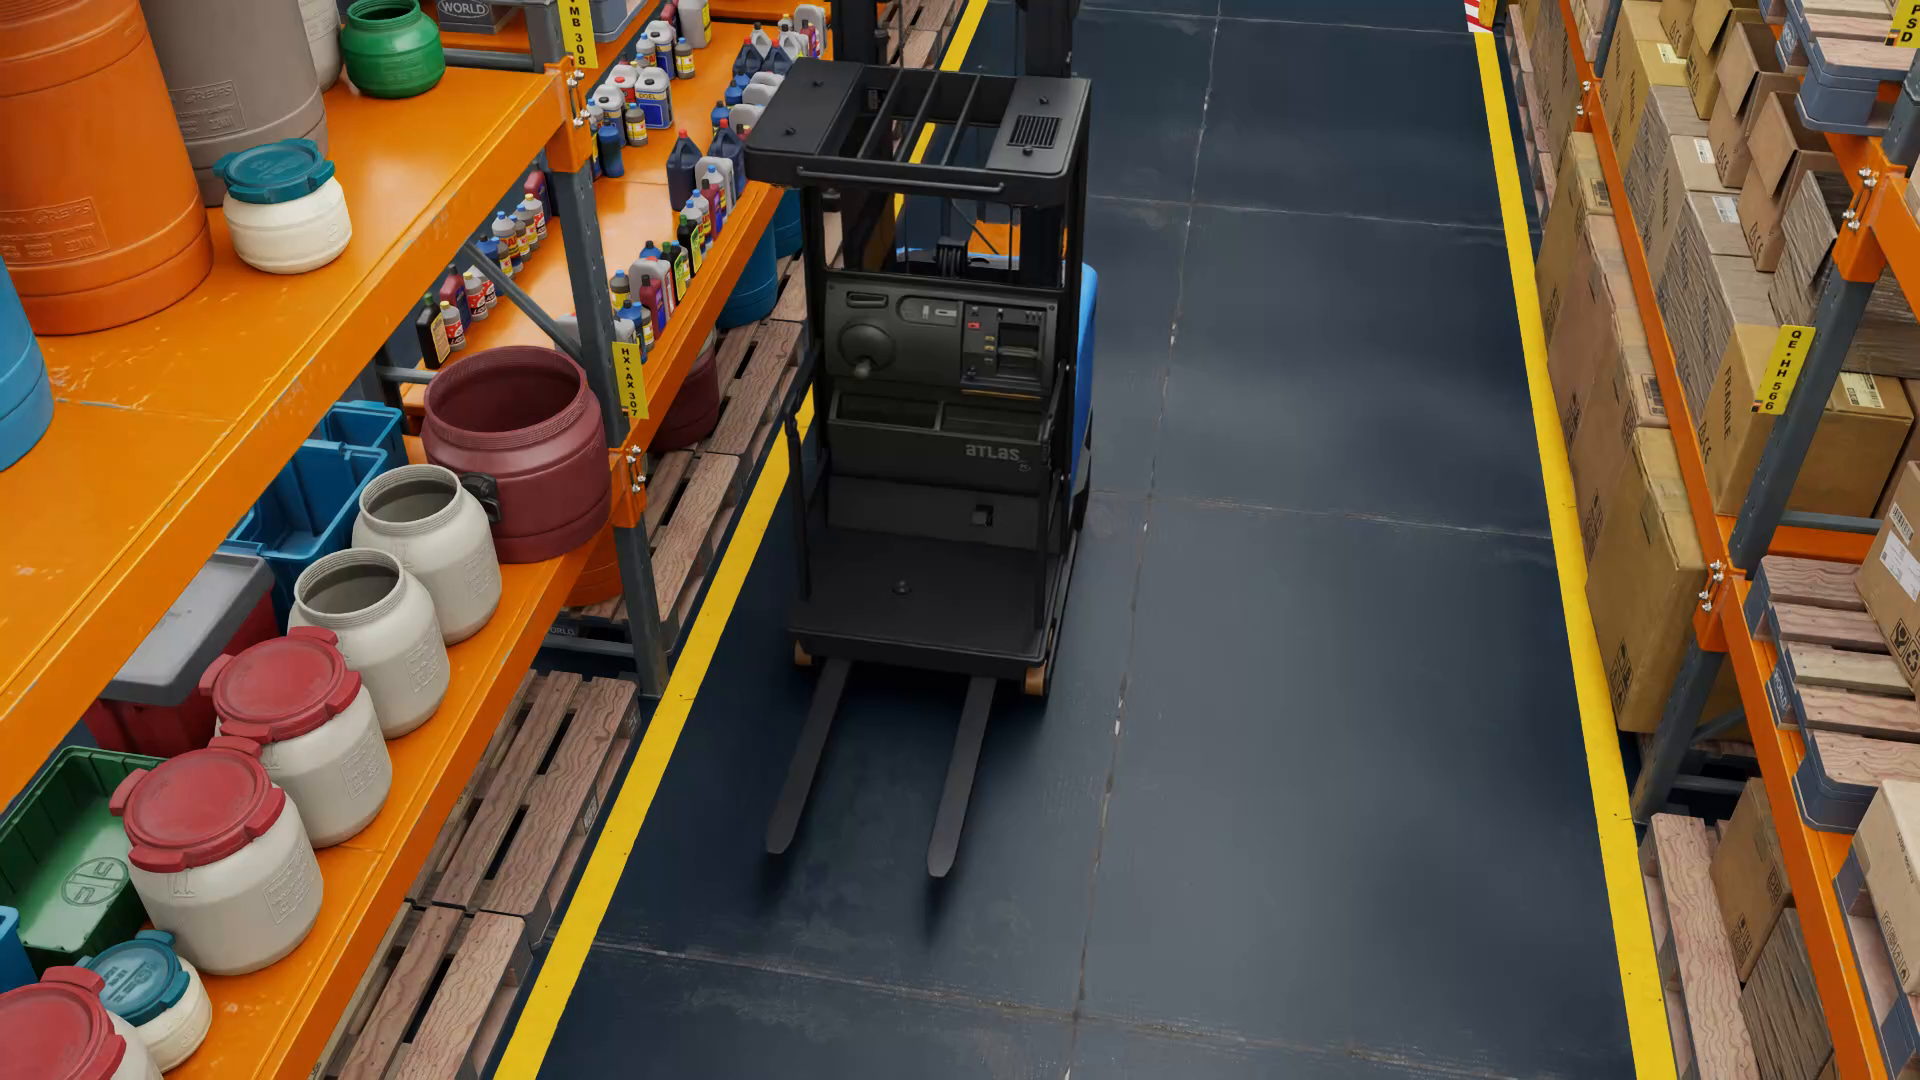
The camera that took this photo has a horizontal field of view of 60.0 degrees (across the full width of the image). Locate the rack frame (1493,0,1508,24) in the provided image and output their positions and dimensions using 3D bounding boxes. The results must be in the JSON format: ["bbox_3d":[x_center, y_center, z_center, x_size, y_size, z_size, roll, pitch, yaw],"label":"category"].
[{"bbox_3d":[4.518,-5.048,11.598,1.000,3.000,0.127,6,40,8],"label":"rack frame"}]

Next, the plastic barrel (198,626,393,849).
[{"bbox_3d":[-1.853,0.577,4.689,0.433,0.535,0.433,0,40,0],"label":"plastic barrel"}]

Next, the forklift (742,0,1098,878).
[{"bbox_3d":[-0.115,-0.724,6.422,1.130,2.935,3.031,7,40,8],"label":"forklift"}]

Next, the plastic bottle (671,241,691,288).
[{"bbox_3d":[-1.201,-1.176,7.071,0.097,0.201,0.097,0,40,0],"label":"plastic bottle"}]

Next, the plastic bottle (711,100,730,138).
[{"bbox_3d":[-1.142,-1.977,7.985,0.097,0.271,0.097,0,40,0],"label":"plastic bottle"}]

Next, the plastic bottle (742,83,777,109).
[{"bbox_3d":[-0.976,-2.122,8.157,0.152,0.276,0.135,6,40,8],"label":"plastic bottle"}]

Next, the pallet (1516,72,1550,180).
[{"bbox_3d":[4.243,-2.699,10.946,1.003,0.211,1.213,6,40,8],"label":"pallet"}]

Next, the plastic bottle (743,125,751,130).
[{"bbox_3d":[-1.009,-1.872,7.913,0.097,0.201,0.097,0,40,0],"label":"plastic bottle"}]

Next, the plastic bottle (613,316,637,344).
[{"bbox_3d":[-1.351,-0.761,6.511,0.152,0.276,0.135,6,40,8],"label":"plastic bottle"}]

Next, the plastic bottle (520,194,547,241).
[{"bbox_3d":[-1.899,-1.440,7.391,0.097,0.201,0.097,0,40,0],"label":"plastic bottle"}]

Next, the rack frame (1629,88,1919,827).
[{"bbox_3d":[3.134,-0.027,5.525,1.000,3.000,0.127,6,40,8],"label":"rack frame"}]

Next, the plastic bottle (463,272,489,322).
[{"bbox_3d":[-2.017,-1.013,6.873,0.097,0.201,0.097,0,40,0],"label":"plastic bottle"}]

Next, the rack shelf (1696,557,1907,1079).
[{"bbox_3d":[2.788,1.506,4.236,1.077,0.370,4.000,6,40,8],"label":"rack shelf"}]

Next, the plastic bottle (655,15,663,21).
[{"bbox_3d":[-1.578,-2.631,8.777,0.097,0.271,0.097,0,40,0],"label":"plastic bottle"}]

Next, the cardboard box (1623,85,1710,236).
[{"bbox_3d":[3.327,-1.685,7.452,0.500,0.500,0.500,6,40,7],"label":"cardboard box"}]

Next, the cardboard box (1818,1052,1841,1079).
[{"bbox_3d":[2.863,1.896,4.816,0.700,0.500,0.500,10,41,11],"label":"cardboard box"}]

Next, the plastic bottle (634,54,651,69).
[{"bbox_3d":[-1.635,-2.398,8.549,0.097,0.201,0.097,0,40,0],"label":"plastic bottle"}]

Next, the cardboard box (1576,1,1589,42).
[{"bbox_3d":[3.600,-2.830,9.113,0.380,0.149,0.250,7,40,9],"label":"cardboard box"}]

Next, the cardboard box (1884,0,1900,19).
[{"bbox_3d":[3.168,-1.775,4.875,0.797,0.503,0.637,9,40,10],"label":"cardboard box"}]

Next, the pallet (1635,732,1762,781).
[{"bbox_3d":[3.344,0.561,7.002,1.003,0.211,1.213,6,40,8],"label":"pallet"}]

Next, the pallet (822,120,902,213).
[{"bbox_3d":[-0.963,-2.474,10.674,1.003,0.211,1.213,6,40,8],"label":"pallet"}]

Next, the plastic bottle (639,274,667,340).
[{"bbox_3d":[-1.249,-0.965,6.752,0.061,0.283,0.133,6,40,8],"label":"plastic bottle"}]

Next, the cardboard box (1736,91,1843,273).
[{"bbox_3d":[3.392,-1.318,6.221,0.797,0.503,0.637,7,40,9],"label":"cardboard box"}]

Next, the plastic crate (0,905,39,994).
[{"bbox_3d":[-2.552,1.217,4.033,0.392,0.384,0.575,6,40,8],"label":"plastic crate"}]

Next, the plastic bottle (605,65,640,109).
[{"bbox_3d":[-1.668,-2.206,8.258,0.152,0.276,0.135,6,40,8],"label":"plastic bottle"}]

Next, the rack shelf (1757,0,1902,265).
[{"bbox_3d":[3.480,-2.161,6.317,1.077,0.370,4.000,6,40,8],"label":"rack shelf"}]

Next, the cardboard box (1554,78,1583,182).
[{"bbox_3d":[4.019,-2.286,9.595,0.875,0.875,0.875,6,40,8],"label":"cardboard box"}]

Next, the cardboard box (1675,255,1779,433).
[{"bbox_3d":[3.067,-0.715,6.279,0.500,0.500,0.500,6,40,7],"label":"cardboard box"}]

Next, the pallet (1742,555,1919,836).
[{"bbox_3d":[3.115,0.506,5.031,1.213,0.211,1.003,6,40,8],"label":"pallet"}]

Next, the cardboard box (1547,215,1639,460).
[{"bbox_3d":[3.581,-0.915,7.938,1.225,0.875,0.875,5,40,6],"label":"cardboard box"}]

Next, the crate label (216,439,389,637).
[{"bbox_3d":[-2.183,0.007,5.456,0.502,0.435,0.616,6,40,8],"label":"crate label"}]

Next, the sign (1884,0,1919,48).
[{"bbox_3d":[2.589,-1.479,4.460,0.100,0.325,0.005,6,40,8],"label":"sign"}]

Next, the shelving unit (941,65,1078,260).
[{"bbox_3d":[0.252,-1.466,8.442,0.587,1.500,1.083,7,40,8],"label":"shelving unit"}]

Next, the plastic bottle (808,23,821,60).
[{"bbox_3d":[-0.795,-2.648,8.851,0.097,0.201,0.097,0,40,0],"label":"plastic bottle"}]

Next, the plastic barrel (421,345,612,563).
[{"bbox_3d":[-1.526,-0.301,5.750,0.600,0.536,0.708,6,40,8],"label":"plastic barrel"}]

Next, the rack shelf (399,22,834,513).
[{"bbox_3d":[-1.398,-1.551,7.933,1.077,0.370,4.000,6,40,8],"label":"rack shelf"}]

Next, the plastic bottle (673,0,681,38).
[{"bbox_3d":[-1.536,-2.855,9.038,0.061,0.283,0.133,6,40,8],"label":"plastic bottle"}]

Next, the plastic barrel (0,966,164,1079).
[{"bbox_3d":[-2.055,1.309,3.803,0.433,0.535,0.433,0,40,0],"label":"plastic barrel"}]

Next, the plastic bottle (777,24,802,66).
[{"bbox_3d":[-0.889,-2.451,8.496,0.144,0.351,0.185,6,40,8],"label":"plastic bottle"}]

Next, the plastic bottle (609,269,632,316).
[{"bbox_3d":[-1.397,-1.025,6.888,0.097,0.201,0.097,0,40,0],"label":"plastic bottle"}]

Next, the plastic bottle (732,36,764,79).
[{"bbox_3d":[-1.063,-2.351,8.375,0.144,0.351,0.185,6,40,8],"label":"plastic bottle"}]

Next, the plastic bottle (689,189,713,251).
[{"bbox_3d":[-1.144,-1.409,7.298,0.097,0.271,0.097,0,40,0],"label":"plastic bottle"}]

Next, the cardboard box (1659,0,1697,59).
[{"bbox_3d":[3.724,-2.561,7.724,0.797,0.503,0.637,5,40,7],"label":"cardboard box"}]

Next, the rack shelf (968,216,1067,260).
[{"bbox_3d":[0.250,-1.321,8.550,0.538,0.185,1.000,7,40,8],"label":"rack shelf"}]

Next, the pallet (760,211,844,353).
[{"bbox_3d":[-1.227,-1.529,9.531,1.003,0.211,1.213,6,40,8],"label":"pallet"}]

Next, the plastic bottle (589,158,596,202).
[{"bbox_3d":[-1.723,-1.646,7.576,0.061,0.283,0.133,6,40,8],"label":"plastic bottle"}]

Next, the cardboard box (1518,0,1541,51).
[{"bbox_3d":[4.486,-3.980,11.645,0.875,0.875,0.875,6,40,8],"label":"cardboard box"}]

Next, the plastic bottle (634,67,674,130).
[{"bbox_3d":[-1.518,-2.189,8.238,0.152,0.276,0.135,6,40,8],"label":"plastic bottle"}]

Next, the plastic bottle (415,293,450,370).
[{"bbox_3d":[-2.095,-0.829,6.587,0.061,0.283,0.133,6,40,8],"label":"plastic bottle"}]

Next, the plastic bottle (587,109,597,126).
[{"bbox_3d":[-1.772,-1.928,7.925,0.097,0.271,0.097,0,40,0],"label":"plastic bottle"}]

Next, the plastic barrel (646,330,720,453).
[{"bbox_3d":[-1.481,-0.823,8.051,0.600,0.588,0.708,6,40,8],"label":"plastic barrel"}]

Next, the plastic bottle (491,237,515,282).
[{"bbox_3d":[-1.966,-1.196,7.095,0.097,0.201,0.097,0,40,0],"label":"plastic bottle"}]

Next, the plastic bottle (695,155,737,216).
[{"bbox_3d":[-1.111,-1.631,7.563,0.152,0.276,0.135,6,40,8],"label":"plastic bottle"}]

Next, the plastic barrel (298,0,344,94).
[{"bbox_3d":[-2.100,-1.611,4.999,0.421,0.512,0.421,0,40,0],"label":"plastic barrel"}]

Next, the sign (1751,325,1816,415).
[{"bbox_3d":[2.587,-0.532,5.228,0.100,0.325,0.005,6,40,8],"label":"sign"}]

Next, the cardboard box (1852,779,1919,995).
[{"bbox_3d":[2.617,0.896,4.198,0.500,0.250,0.500,5,40,6],"label":"cardboard box"}]

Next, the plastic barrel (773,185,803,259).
[{"bbox_3d":[-1.163,-2.097,9.346,0.600,0.901,0.708,6,40,8],"label":"plastic barrel"}]

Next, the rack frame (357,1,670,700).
[{"bbox_3d":[-1.744,-0.573,6.186,1.000,3.000,0.127,6,40,8],"label":"rack frame"}]

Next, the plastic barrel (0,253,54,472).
[{"bbox_3d":[-2.336,-0.576,3.442,0.600,0.901,0.708,6,40,8],"label":"plastic barrel"}]
